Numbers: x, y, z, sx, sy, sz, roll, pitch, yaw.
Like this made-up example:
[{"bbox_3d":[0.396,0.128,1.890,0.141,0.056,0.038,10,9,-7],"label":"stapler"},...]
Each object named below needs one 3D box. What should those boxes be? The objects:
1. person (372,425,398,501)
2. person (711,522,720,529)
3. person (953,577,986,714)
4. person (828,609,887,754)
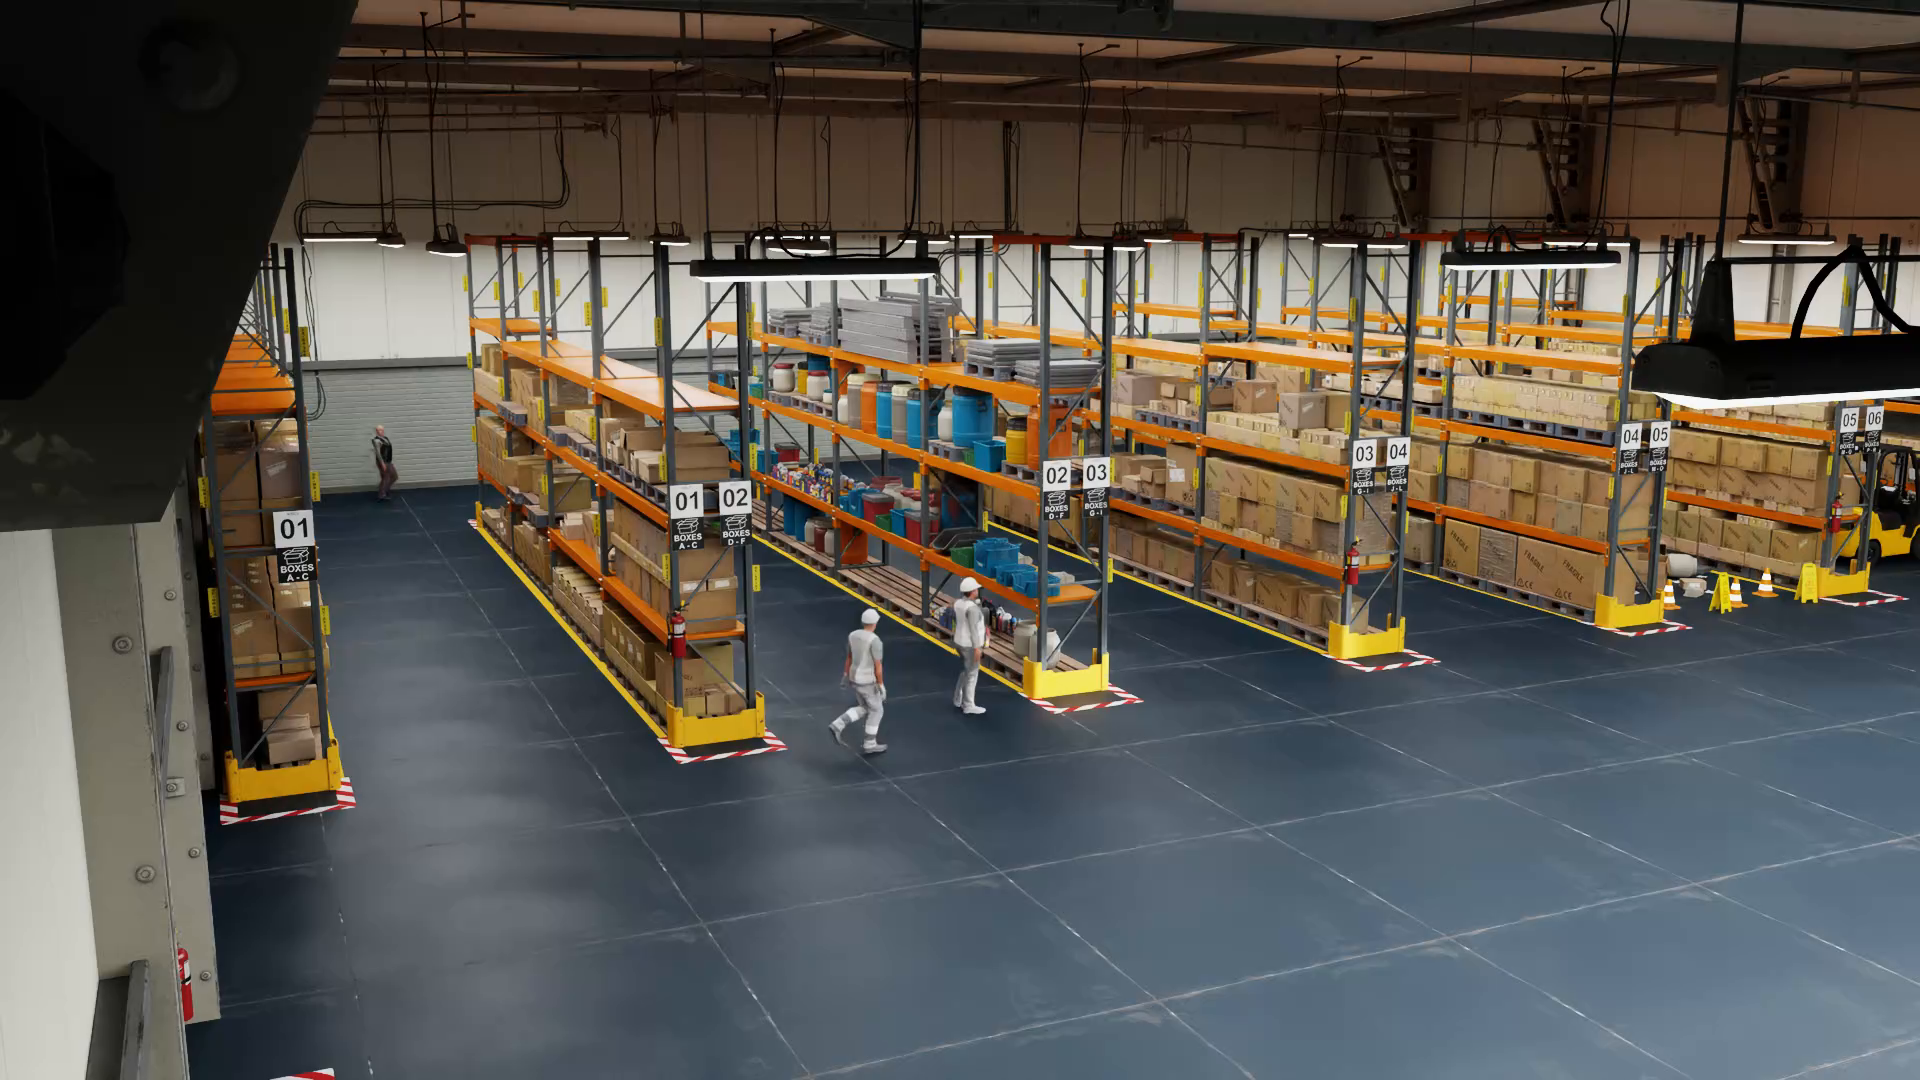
[{"bbox_3d":[-12.960,-1.740,37.519,0.475,1.717,0.560,-2,11,-11],"label":"person"},{"bbox_3d":[-4.569,-0.611,31.687,0.605,1.744,1.006,-3,11,-13],"label":"person"},{"bbox_3d":[0.125,1.387,21.499,0.359,1.833,0.600,-5,12,-23],"label":"person"},{"bbox_3d":[-1.200,1.689,19.727,0.689,1.756,0.557,-4,12,-22],"label":"person"}]
